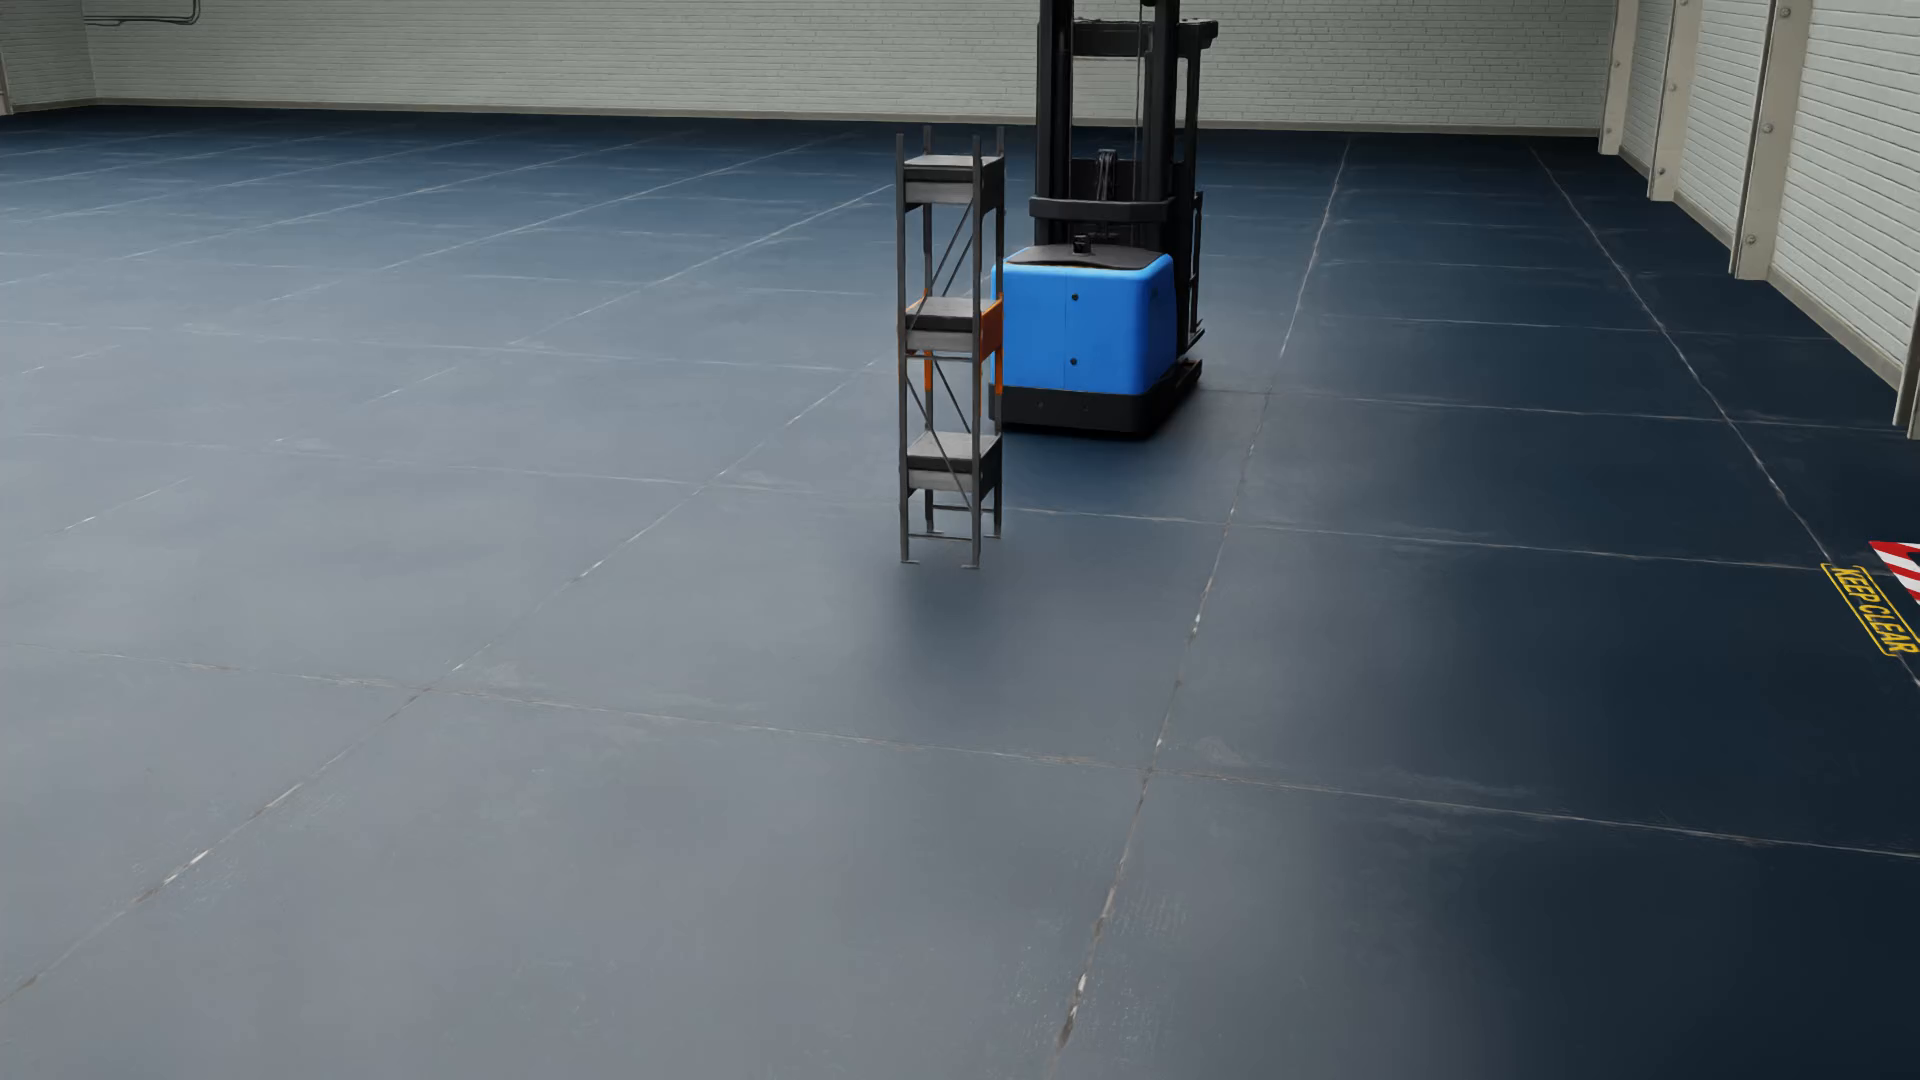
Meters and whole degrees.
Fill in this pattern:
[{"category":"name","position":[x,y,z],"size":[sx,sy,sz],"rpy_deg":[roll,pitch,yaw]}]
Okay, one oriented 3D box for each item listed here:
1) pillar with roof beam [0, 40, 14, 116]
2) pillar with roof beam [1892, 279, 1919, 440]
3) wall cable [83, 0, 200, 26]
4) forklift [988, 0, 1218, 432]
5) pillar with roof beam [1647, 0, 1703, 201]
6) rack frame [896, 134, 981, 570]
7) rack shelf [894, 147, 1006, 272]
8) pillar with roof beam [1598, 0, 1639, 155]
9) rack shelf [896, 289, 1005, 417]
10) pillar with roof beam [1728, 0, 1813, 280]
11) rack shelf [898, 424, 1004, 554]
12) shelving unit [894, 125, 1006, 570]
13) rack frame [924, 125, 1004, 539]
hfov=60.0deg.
[{"category":"pillar with roof beam","position":[-15.743,-12.740,32.065],"size":[9.100,9.000,0.400],"rpy_deg":[5,19,13]},{"category":"pillar with roof beam","position":[2.055,-5.291,10.255],"size":[9.100,9.000,0.400],"rpy_deg":[5,19,13]},{"category":"wall cable","position":[-17.916,-12.430,35.960],"size":[3.097,2.526,0.112],"rpy_deg":[5,19,13]},{"category":"forklift","position":[1.122,-2.503,11.481],"size":[1.130,2.935,3.031],"rpy_deg":[6,20,17]},{"category":"pillar with roof beam","position":[4.987,-9.052,21.266],"size":[9.100,9.000,0.400],"rpy_deg":[5,19,13]},{"category":"rack frame","position":[-0.100,-0.865,7.972],"size":[0.400,2.100,0.015],"rpy_deg":[5,19,13]},{"category":"rack shelf","position":[-0.040,-1.591,7.974],"size":[0.431,0.518,0.480],"rpy_deg":[5,19,13]},{"category":"pillar with roof beam","position":[6.453,-10.932,26.772],"size":[9.100,9.000,0.400],"rpy_deg":[5,19,13]},{"category":"rack shelf","position":[-0.040,-0.929,8.201],"size":[0.431,0.518,0.480],"rpy_deg":[5,19,13]},{"category":"pillar with roof beam","position":[3.521,-7.171,15.761],"size":[9.100,9.000,0.400],"rpy_deg":[5,19,13]},{"category":"rack shelf","position":[-0.040,-0.266,8.427],"size":[0.431,0.518,0.480],"rpy_deg":[5,19,13]},{"category":"shelving unit","position":[-0.040,-0.942,8.196],"size":[0.431,2.100,0.503],"rpy_deg":[5,19,13]},{"category":"rack frame","position":[0.019,-1.018,8.420],"size":[0.400,2.100,0.015],"rpy_deg":[5,19,13]}]
